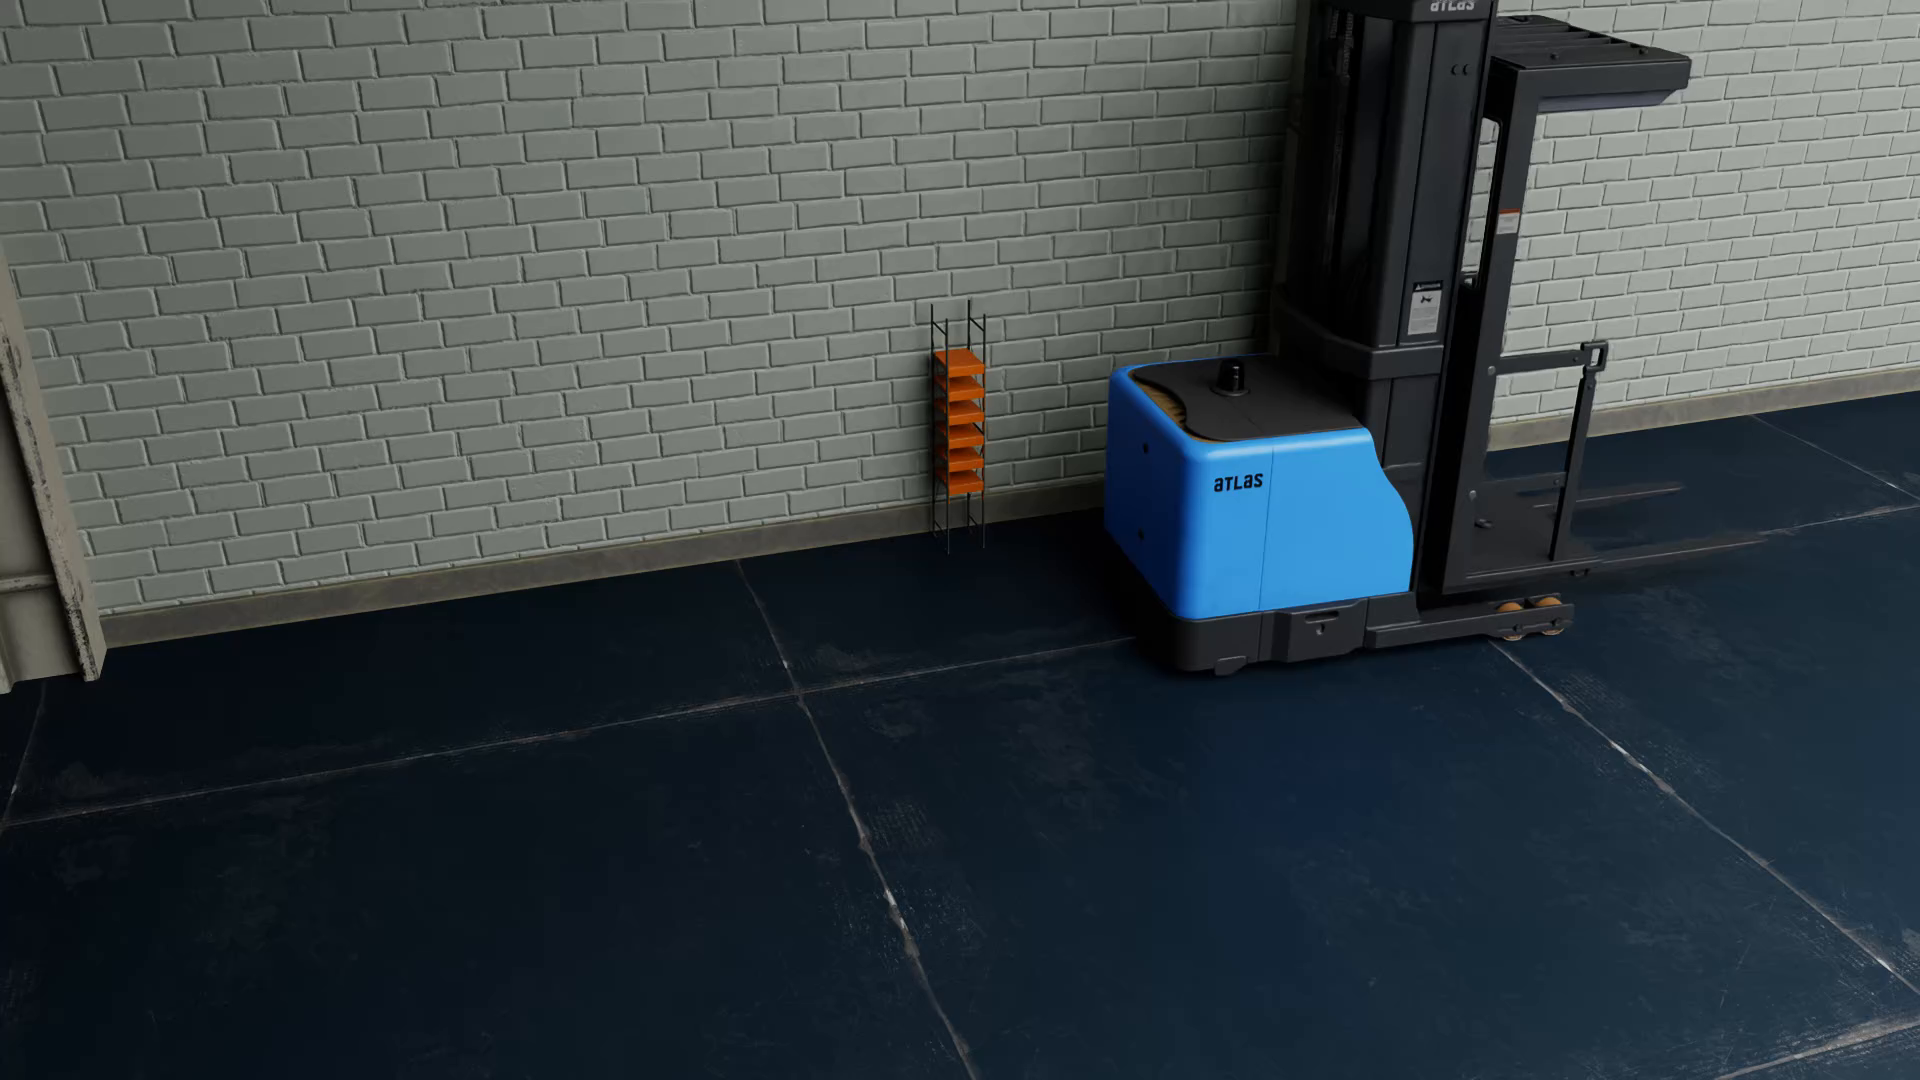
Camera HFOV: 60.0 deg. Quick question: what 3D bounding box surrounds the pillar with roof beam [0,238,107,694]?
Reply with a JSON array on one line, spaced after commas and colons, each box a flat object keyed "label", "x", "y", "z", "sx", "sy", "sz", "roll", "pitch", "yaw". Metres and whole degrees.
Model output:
[{"label": "pillar with roof beam", "x": -2.560, "y": -1.656, "z": 1.467, "sx": 0.400, "sy": 9.000, "sz": 9.100, "roll": -8, "pitch": 28, "yaw": -16}]

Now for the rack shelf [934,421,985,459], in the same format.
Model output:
[{"label": "rack shelf", "x": -0.009, "y": -0.492, "z": 7.992, "sx": 0.180, "sy": 0.103, "sz": 0.258, "roll": -9, "pitch": 28, "yaw": -17}]

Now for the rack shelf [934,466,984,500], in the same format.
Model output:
[{"label": "rack shelf", "x": -0.009, "y": -0.277, "z": 8.098, "sx": 0.180, "sy": 0.103, "sz": 0.258, "roll": -9, "pitch": 28, "yaw": -17}]

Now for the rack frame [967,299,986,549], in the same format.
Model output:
[{"label": "rack frame", "x": 0.078, "y": -0.545, "z": 7.999, "sx": 0.006, "sy": 1.200, "sz": 0.240, "roll": -9, "pitch": 28, "yaw": -17}]

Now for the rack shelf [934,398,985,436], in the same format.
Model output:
[{"label": "rack shelf", "x": -0.009, "y": -0.599, "z": 7.938, "sx": 0.180, "sy": 0.103, "sz": 0.258, "roll": -9, "pitch": 28, "yaw": -17}]

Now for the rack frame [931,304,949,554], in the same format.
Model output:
[{"label": "rack frame", "x": -0.095, "y": -0.518, "z": 7.945, "sx": 0.006, "sy": 1.200, "sz": 0.240, "roll": -9, "pitch": 28, "yaw": -17}]

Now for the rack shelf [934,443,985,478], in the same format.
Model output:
[{"label": "rack shelf", "x": -0.009, "y": -0.385, "z": 8.045, "sx": 0.180, "sy": 0.103, "sz": 0.258, "roll": -9, "pitch": 28, "yaw": -17}]

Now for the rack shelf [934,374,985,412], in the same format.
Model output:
[{"label": "rack shelf", "x": -0.009, "y": -0.707, "z": 7.885, "sx": 0.180, "sy": 0.103, "sz": 0.258, "roll": -9, "pitch": 28, "yaw": -17}]

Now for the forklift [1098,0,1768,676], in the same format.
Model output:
[{"label": "forklift", "x": 2.223, "y": -1.086, "z": 7.141, "sx": 3.031, "sy": 2.935, "sz": 1.130, "roll": -7, "pitch": 27, "yaw": -13}]

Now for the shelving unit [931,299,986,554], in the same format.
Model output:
[{"label": "shelving unit", "x": -0.009, "y": -0.532, "z": 7.972, "sx": 0.189, "sy": 1.200, "sz": 0.258, "roll": -9, "pitch": 28, "yaw": -17}]

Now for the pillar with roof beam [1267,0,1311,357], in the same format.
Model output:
[{"label": "pillar with roof beam", "x": 3.145, "y": -2.483, "z": 3.131, "sx": 0.400, "sy": 9.000, "sz": 9.100, "roll": -8, "pitch": 28, "yaw": -16}]

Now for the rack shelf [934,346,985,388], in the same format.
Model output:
[{"label": "rack shelf", "x": -0.009, "y": -0.814, "z": 7.832, "sx": 0.180, "sy": 0.103, "sz": 0.258, "roll": -9, "pitch": 28, "yaw": -17}]
